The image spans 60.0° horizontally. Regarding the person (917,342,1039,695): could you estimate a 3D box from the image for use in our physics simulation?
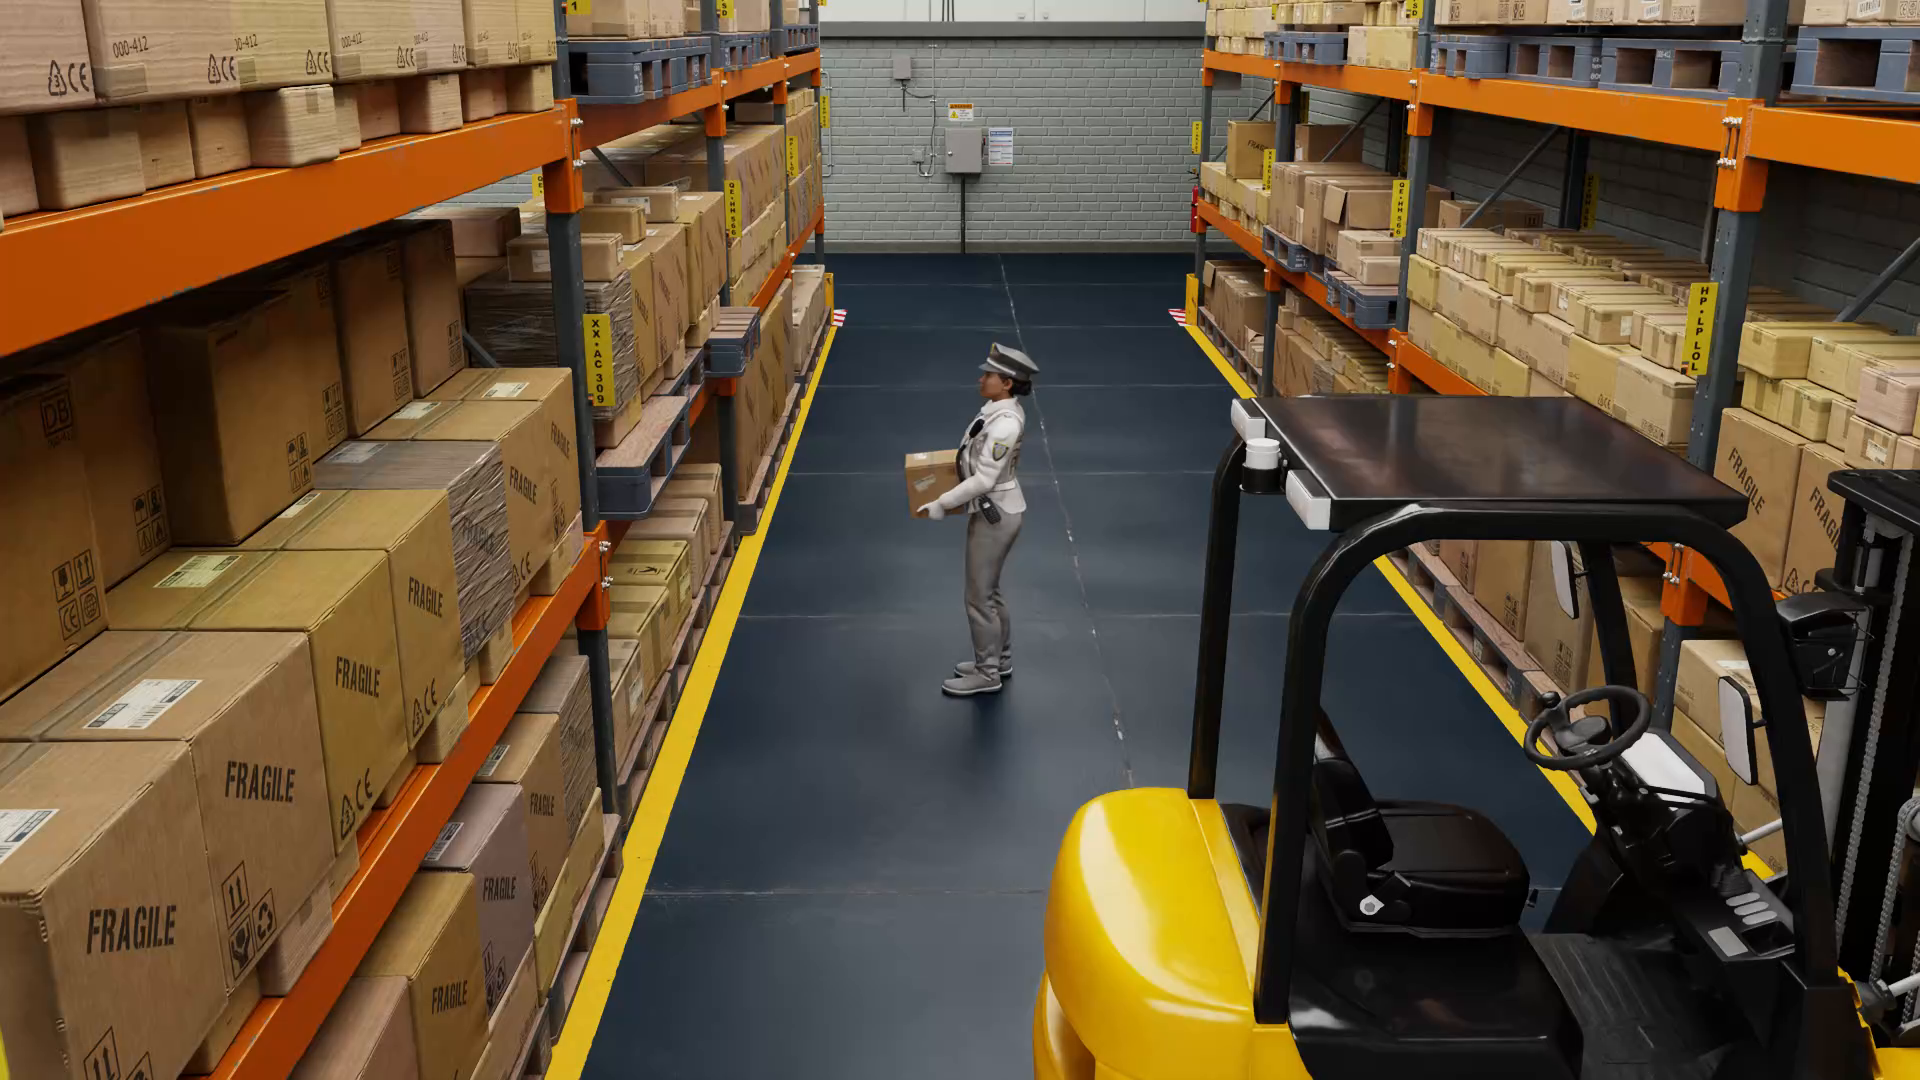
[{"bbox_3d":[0.081,-0.105,7.839,0.563,1.687,0.461,0,17,-1],"label":"person"}]
